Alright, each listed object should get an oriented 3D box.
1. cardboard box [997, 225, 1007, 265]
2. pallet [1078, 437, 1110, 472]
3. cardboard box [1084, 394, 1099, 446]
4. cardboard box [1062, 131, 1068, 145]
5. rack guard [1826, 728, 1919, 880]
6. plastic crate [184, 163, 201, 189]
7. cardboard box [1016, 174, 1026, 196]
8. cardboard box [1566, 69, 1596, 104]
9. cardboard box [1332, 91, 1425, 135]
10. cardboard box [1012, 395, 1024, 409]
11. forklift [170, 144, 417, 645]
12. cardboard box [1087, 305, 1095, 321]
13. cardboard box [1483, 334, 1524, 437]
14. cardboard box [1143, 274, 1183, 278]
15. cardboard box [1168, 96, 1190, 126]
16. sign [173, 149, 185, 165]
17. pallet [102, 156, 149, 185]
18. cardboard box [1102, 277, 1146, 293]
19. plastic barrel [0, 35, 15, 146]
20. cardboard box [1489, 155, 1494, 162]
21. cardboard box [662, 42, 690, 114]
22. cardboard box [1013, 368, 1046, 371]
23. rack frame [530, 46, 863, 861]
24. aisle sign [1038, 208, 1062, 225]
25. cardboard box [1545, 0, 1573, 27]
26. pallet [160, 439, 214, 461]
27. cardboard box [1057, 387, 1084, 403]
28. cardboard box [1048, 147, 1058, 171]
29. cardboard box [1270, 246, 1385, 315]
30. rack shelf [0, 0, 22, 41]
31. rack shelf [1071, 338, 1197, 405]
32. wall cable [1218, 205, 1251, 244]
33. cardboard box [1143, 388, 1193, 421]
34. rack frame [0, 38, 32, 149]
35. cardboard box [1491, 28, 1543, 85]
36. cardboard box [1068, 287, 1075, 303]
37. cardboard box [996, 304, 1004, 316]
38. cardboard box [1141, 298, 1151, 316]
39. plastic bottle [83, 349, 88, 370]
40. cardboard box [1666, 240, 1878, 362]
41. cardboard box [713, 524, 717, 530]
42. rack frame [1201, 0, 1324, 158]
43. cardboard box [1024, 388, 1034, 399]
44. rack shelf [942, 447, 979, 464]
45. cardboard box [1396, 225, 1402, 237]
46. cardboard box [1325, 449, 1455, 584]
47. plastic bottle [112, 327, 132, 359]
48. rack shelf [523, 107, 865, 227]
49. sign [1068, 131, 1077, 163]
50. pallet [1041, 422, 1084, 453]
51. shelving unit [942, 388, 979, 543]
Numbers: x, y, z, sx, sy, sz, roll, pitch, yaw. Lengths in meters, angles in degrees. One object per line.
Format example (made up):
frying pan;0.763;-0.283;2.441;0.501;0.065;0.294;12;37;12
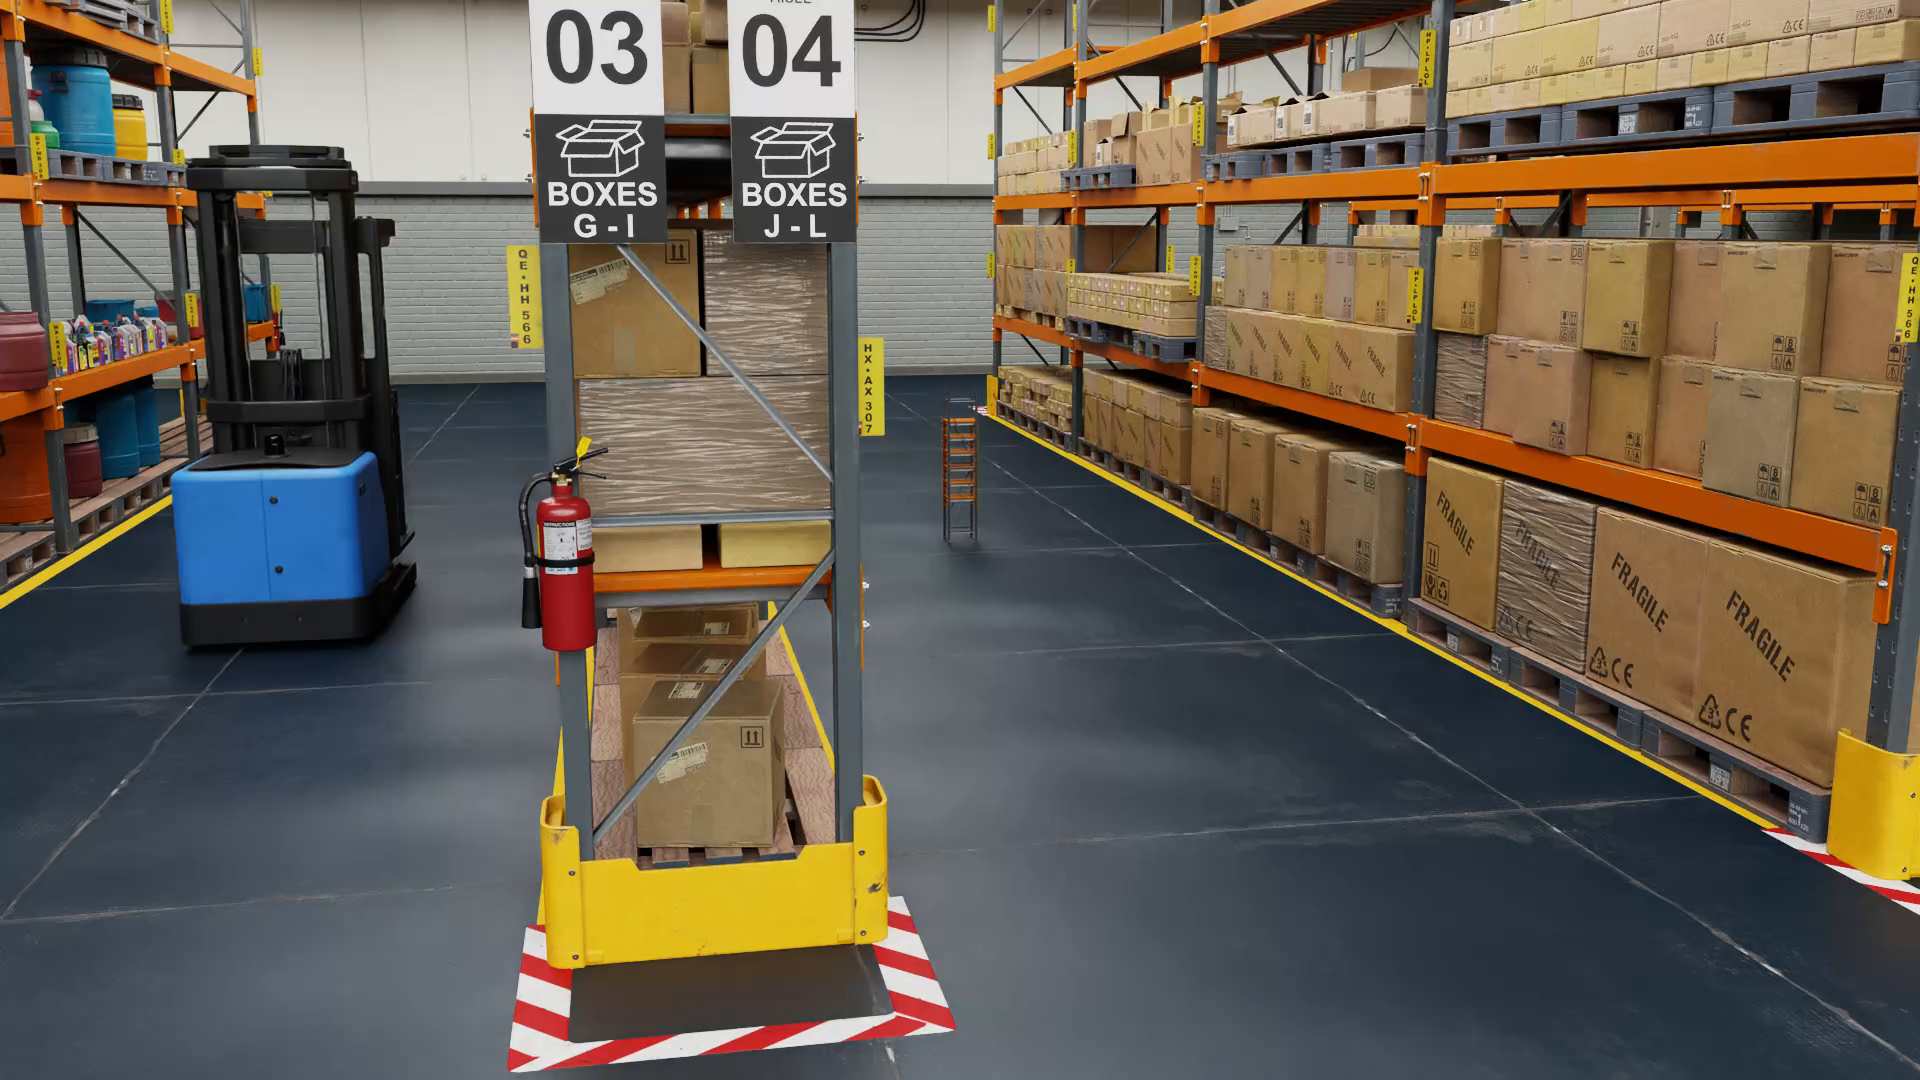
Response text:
cardboard box;0.765;-3.756;21.170;0.500;0.500;0.500;-2;11;-11
pallet;1.868;-0.915;17.440;1.003;0.211;1.213;-2;11;-11
cardboard box;1.599;-1.261;17.361;0.500;0.500;0.500;-2;11;-9
cardboard box;1.325;-4.365;18.081;0.380;0.149;0.250;-2;11;-10
rack guard;4.054;1.005;6.577;1.175;0.500;0.348;-2;11;-11
plastic crate;-8.000;-3.733;17.114;0.497;0.269;0.590;-2;11;-11
cardboard box;0.985;-4.279;20.034;0.500;0.250;0.500;-2;11;-13
cardboard box;3.258;-2.253;8.272;0.380;0.149;0.250;-2;11;-11
cardboard box;2.816;-2.834;11.053;0.500;0.250;0.500;-2;11;-11
cardboard box;0.854;-1.718;20.703;0.380;0.149;0.250;-2;11;-10
forklift;-4.270;-1.053;10.892;1.130;2.935;3.031;-2;11;-10
cardboard box;1.493;-2.279;16.696;0.380;0.149;0.250;-2;11;-10
cardboard box;3.484;-0.867;9.328;0.875;0.550;0.550;-2;11;-11
cardboard box;2.087;-2.640;17.000;0.380;0.149;0.250;-2;11;-13
cardboard box;2.046;-3.751;14.545;0.396;0.266;0.258;-2;11;-11
sign;-7.488;-3.583;15.955;0.100;0.325;0.005;-2;11;-11
pallet;-7.556;-3.118;14.041;1.003;0.211;1.213;-2;11;-11
cardboard box;1.594;-2.477;16.145;0.380;0.149;0.250;-2;11;-9
plastic barrel;-7.357;-3.347;12.466;0.600;0.830;0.708;-2;11;-11
cardboard box;6.113;-4.395;19.210;0.396;0.266;0.258;-2;11;-9
cardboard box;-1.178;-1.544;5.665;0.500;0.250;0.500;-2;11;-10
cardboard box;0.878;-2.105;21.143;0.380;0.149;0.250;-2;11;-10
rack frame;-0.835;-0.065;5.516;1.000;3.000;0.127;-2;11;-11
aisle sign;1.218;-4.463;21.668;0.394;0.787;0.004;-2;11;-11
cardboard box;3.209;-2.692;8.443;0.380;0.149;0.250;-2;11;-10
pallet;-8.209;-0.849;17.095;1.003;0.211;1.213;-2;11;-11
cardboard box;1.302;-1.627;18.633;0.380;0.149;0.250;-2;11;-10
cardboard box;1.287;-4.244;18.516;0.500;0.250;0.500;-3;11;-13
cardboard box;2.773;-1.965;12.557;0.700;0.500;0.500;-2;11;-12
rack shelf;-6.861;-3.383;9.895;1.077;0.370;4.000;-2;11;-11
rack shelf;2.105;-1.708;16.069;1.077;0.370;4.000;-2;11;-11
wall cable;4.654;-4.908;28.158;0.585;1.953;0.123;-2;11;-11
cardboard box;1.994;-1.249;15.293;0.500;0.250;0.500;-2;11;-10
rack frame;-7.250;-4.299;11.717;1.000;3.000;0.127;-2;11;-11
cardboard box;3.192;-2.570;8.867;0.500;0.250;0.500;-2;11;-11
cardboard box;1.341;-2.568;17.418;0.380;0.149;0.250;-2;11;-10
cardboard box;0.679;-2.967;21.432;0.380;0.149;0.250;-2;11;-11
cardboard box;1.844;-2.094;14.930;0.380;0.149;0.250;-2;11;-10
plastic bottle;-7.128;-1.477;13.467;0.097;0.201;0.097;0;11;0
cardboard box;3.842;-1.106;7.694;0.875;0.550;0.550;-2;11;-11
cardboard box;-0.790;-0.141;6.585;0.380;0.149;0.250;-2;11;-11
rack frame;2.494;-4.641;13.514;1.000;3.000;0.127;-2;11;-11
cardboard box;1.008;-1.818;20.430;0.380;0.149;0.250;-3;11;-14
rack shelf;0.003;-0.661;13.056;0.258;0.103;0.180;-2;11;-11
cardboard box;5.802;-3.953;21.264;0.380;0.149;0.250;-2;11;-10
cardboard box;3.063;-0.172;10.973;1.050;0.750;0.750;-2;11;-11
plastic bottle;-7.394;-1.738;14.635;0.152;0.276;0.135;-2;11;-11
rack shelf;-1.224;-1.552;7.230;1.077;0.370;4.000;-2;11;-11
sign;1.185;-4.134;17.489;0.100;0.325;0.005;-2;11;-11
pallet;1.550;-1.180;18.830;1.003;0.211;1.213;-2;11;-11
shelving unit;0.003;-0.587;13.070;0.258;1.200;0.189;-2;11;-11
